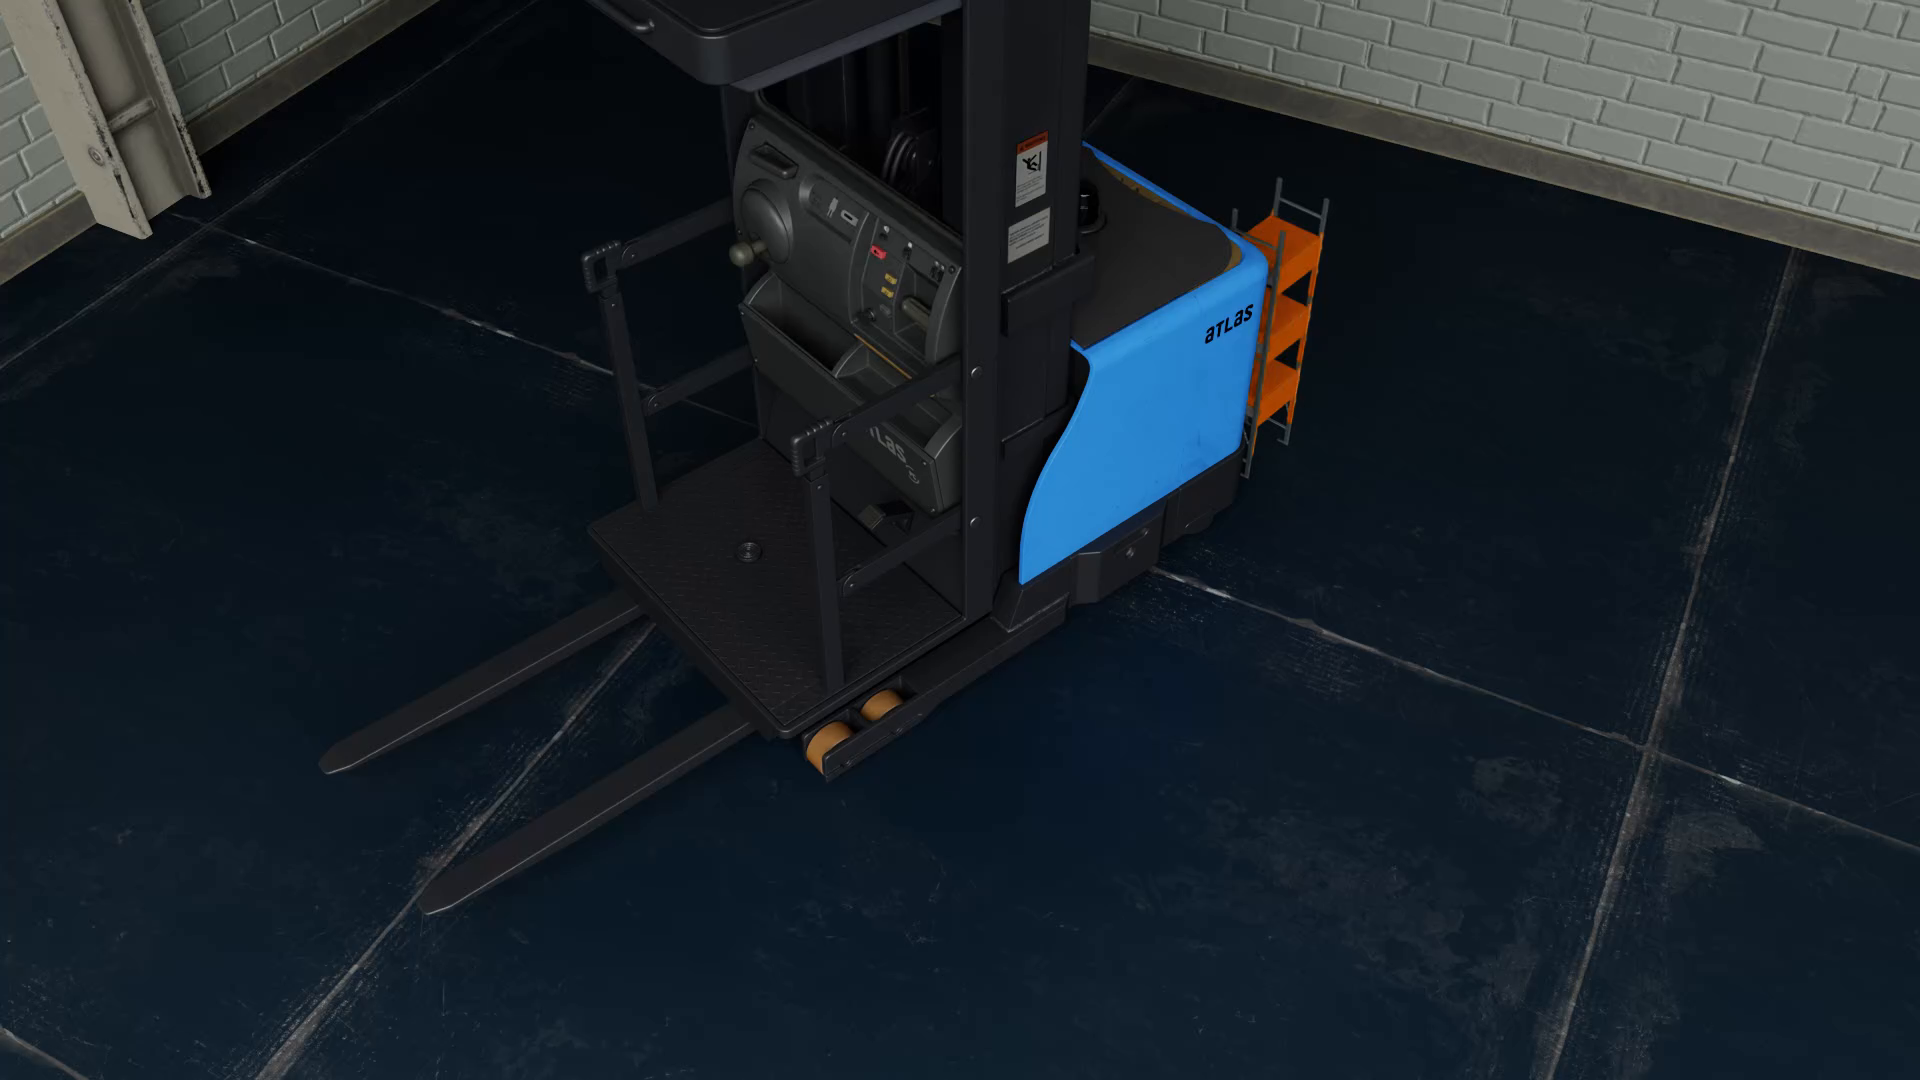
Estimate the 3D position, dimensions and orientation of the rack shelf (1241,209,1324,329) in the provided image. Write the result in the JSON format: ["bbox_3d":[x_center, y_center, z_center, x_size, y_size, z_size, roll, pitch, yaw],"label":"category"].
[{"bbox_3d":[1.034,-0.898,5.513,0.215,0.259,0.240,33,54,29],"label":"rack shelf"}]

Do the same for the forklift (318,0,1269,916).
[{"bbox_3d":[-0.483,-0.742,4.423,3.031,2.935,1.130,-31,53,-27],"label":"forklift"}]

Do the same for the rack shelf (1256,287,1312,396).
[{"bbox_3d":[1.038,-0.697,5.713,0.215,0.259,0.240,33,54,29],"label":"rack shelf"}]

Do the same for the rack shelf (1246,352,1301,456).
[{"bbox_3d":[1.041,-0.499,5.908,0.215,0.259,0.240,33,54,29],"label":"rack shelf"}]

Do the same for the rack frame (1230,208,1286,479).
[{"bbox_3d":[0.955,-0.641,5.642,0.200,1.050,0.008,33,54,29],"label":"rack frame"}]

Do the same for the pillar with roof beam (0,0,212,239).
[{"bbox_3d":[0.331,-3.182,2.568,9.100,9.000,0.400,20,49,19],"label":"pillar with roof beam"}]

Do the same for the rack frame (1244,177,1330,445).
[{"bbox_3d":[1.121,-0.768,5.768,0.200,1.050,0.008,33,54,29],"label":"rack frame"}]

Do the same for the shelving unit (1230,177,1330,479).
[{"bbox_3d":[1.038,-0.704,5.705,0.215,1.050,0.252,33,54,29],"label":"shelving unit"}]
